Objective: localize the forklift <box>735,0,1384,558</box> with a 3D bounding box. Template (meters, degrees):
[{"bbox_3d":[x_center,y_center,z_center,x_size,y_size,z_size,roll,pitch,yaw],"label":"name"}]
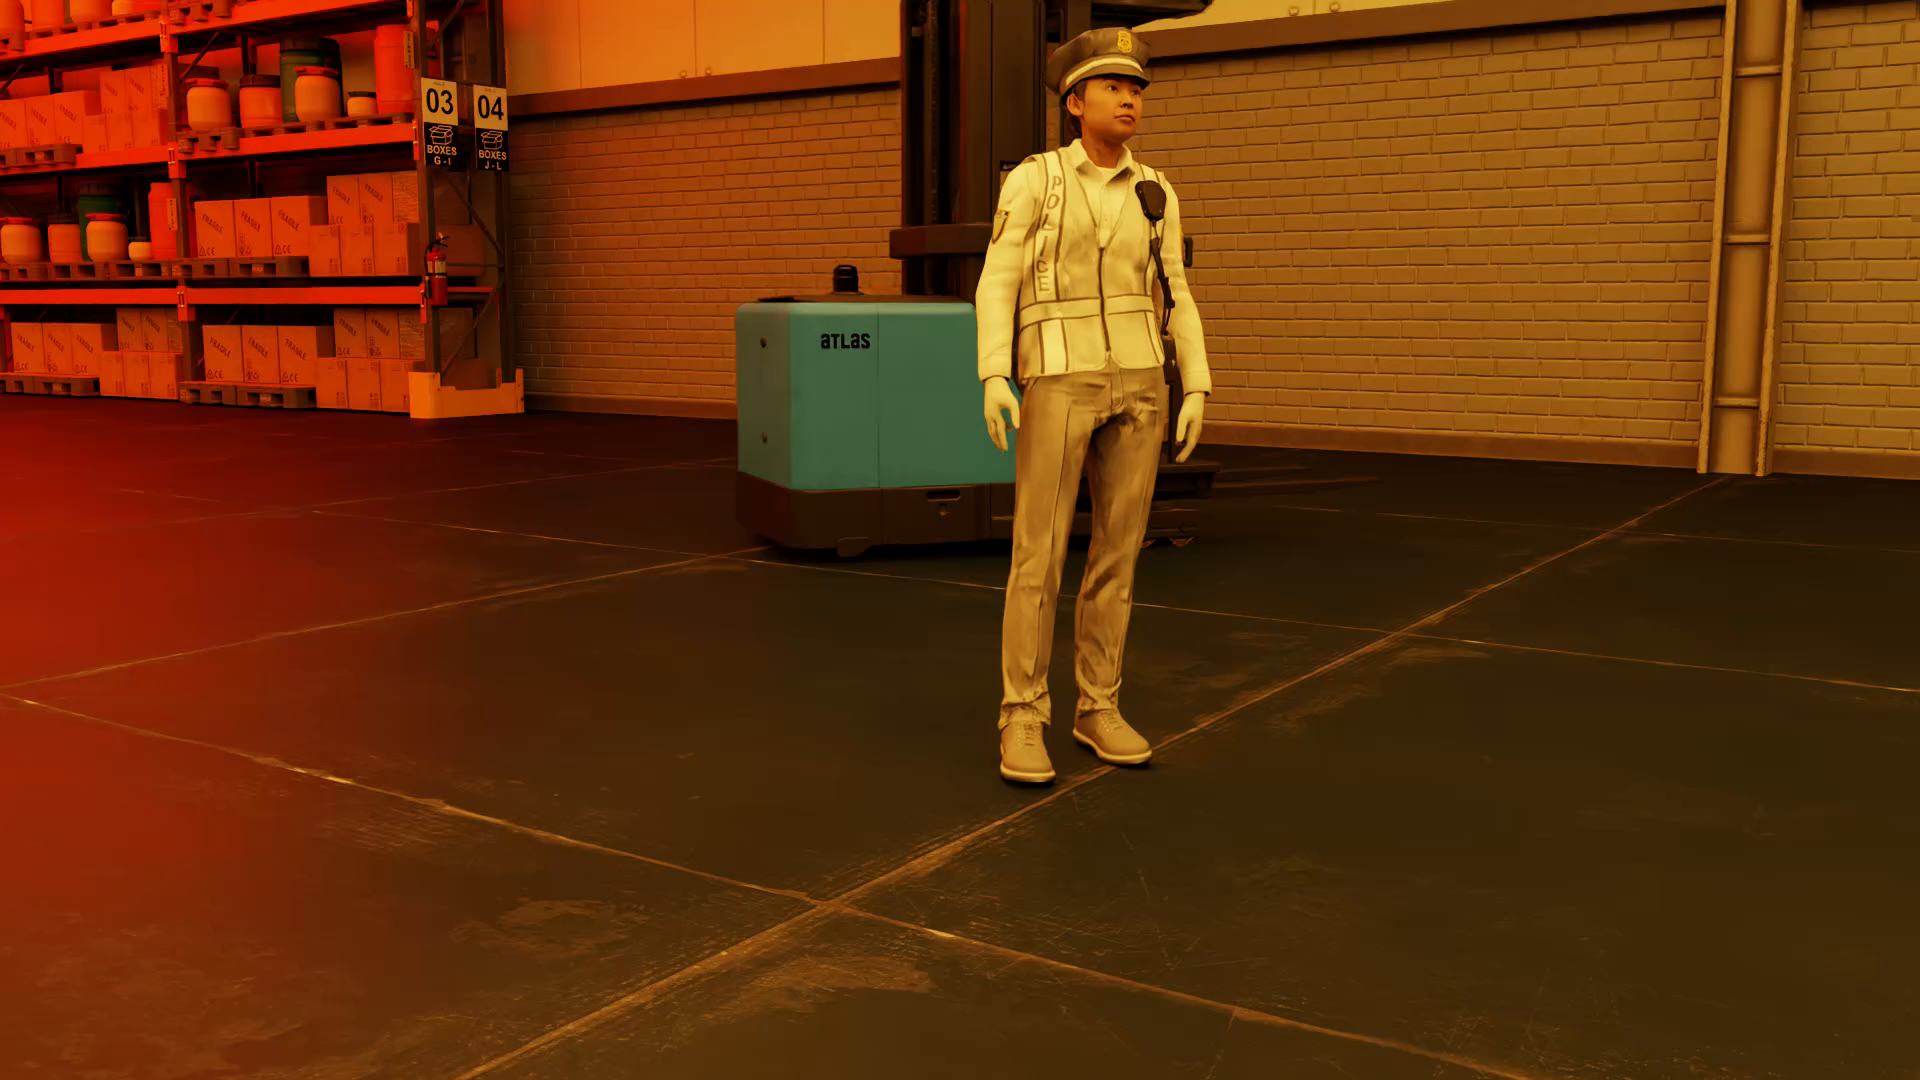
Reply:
[{"bbox_3d":[0.532,-1.486,7.642,3.031,2.935,1.130,-3,9,-22],"label":"forklift"}]

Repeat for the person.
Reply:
[{"bbox_3d":[0.331,-0.332,3.880,0.578,1.698,0.526,-2,8,-14],"label":"person"}]
